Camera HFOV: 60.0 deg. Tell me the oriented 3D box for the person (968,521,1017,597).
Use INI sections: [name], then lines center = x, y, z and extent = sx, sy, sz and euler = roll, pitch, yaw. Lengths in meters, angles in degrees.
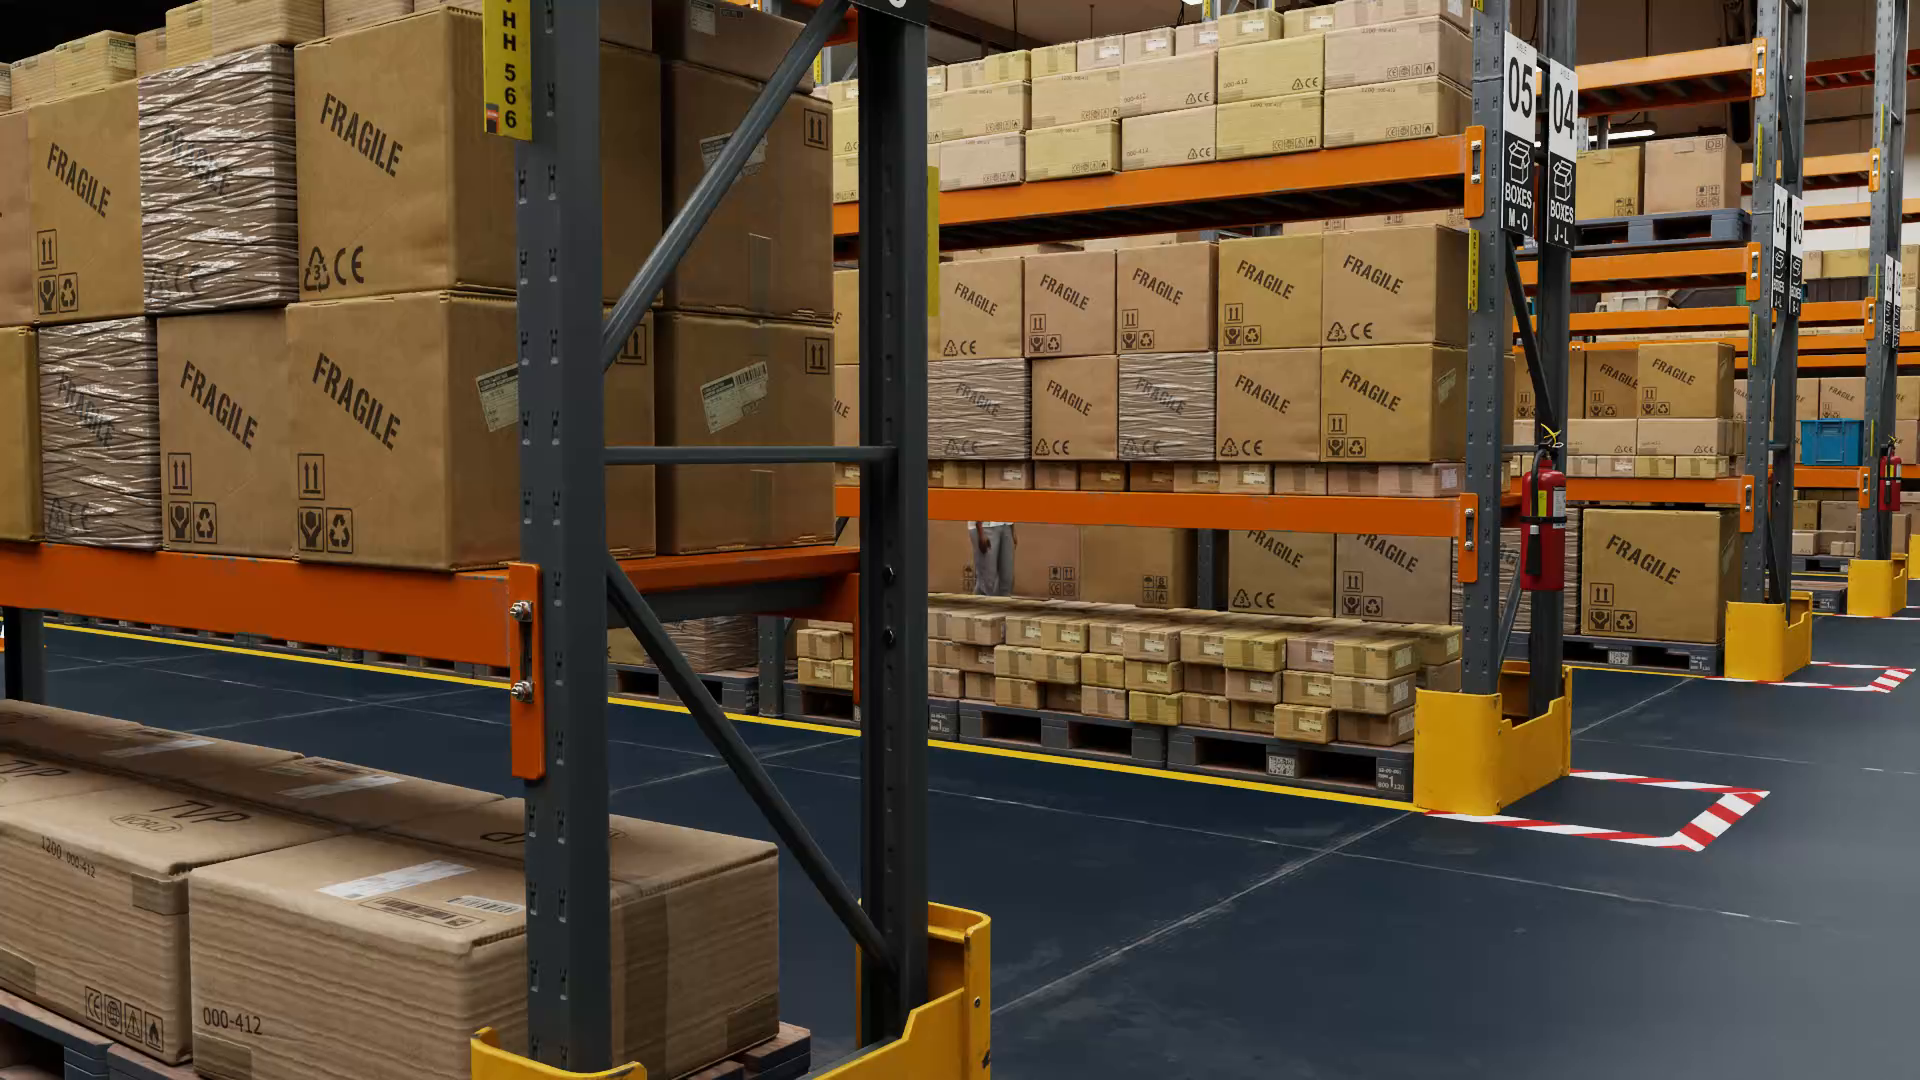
[person]
center = 0.275, -0.047, 12.985
extent = 0.399, 1.657, 0.514
euler = 2, 4, 35
